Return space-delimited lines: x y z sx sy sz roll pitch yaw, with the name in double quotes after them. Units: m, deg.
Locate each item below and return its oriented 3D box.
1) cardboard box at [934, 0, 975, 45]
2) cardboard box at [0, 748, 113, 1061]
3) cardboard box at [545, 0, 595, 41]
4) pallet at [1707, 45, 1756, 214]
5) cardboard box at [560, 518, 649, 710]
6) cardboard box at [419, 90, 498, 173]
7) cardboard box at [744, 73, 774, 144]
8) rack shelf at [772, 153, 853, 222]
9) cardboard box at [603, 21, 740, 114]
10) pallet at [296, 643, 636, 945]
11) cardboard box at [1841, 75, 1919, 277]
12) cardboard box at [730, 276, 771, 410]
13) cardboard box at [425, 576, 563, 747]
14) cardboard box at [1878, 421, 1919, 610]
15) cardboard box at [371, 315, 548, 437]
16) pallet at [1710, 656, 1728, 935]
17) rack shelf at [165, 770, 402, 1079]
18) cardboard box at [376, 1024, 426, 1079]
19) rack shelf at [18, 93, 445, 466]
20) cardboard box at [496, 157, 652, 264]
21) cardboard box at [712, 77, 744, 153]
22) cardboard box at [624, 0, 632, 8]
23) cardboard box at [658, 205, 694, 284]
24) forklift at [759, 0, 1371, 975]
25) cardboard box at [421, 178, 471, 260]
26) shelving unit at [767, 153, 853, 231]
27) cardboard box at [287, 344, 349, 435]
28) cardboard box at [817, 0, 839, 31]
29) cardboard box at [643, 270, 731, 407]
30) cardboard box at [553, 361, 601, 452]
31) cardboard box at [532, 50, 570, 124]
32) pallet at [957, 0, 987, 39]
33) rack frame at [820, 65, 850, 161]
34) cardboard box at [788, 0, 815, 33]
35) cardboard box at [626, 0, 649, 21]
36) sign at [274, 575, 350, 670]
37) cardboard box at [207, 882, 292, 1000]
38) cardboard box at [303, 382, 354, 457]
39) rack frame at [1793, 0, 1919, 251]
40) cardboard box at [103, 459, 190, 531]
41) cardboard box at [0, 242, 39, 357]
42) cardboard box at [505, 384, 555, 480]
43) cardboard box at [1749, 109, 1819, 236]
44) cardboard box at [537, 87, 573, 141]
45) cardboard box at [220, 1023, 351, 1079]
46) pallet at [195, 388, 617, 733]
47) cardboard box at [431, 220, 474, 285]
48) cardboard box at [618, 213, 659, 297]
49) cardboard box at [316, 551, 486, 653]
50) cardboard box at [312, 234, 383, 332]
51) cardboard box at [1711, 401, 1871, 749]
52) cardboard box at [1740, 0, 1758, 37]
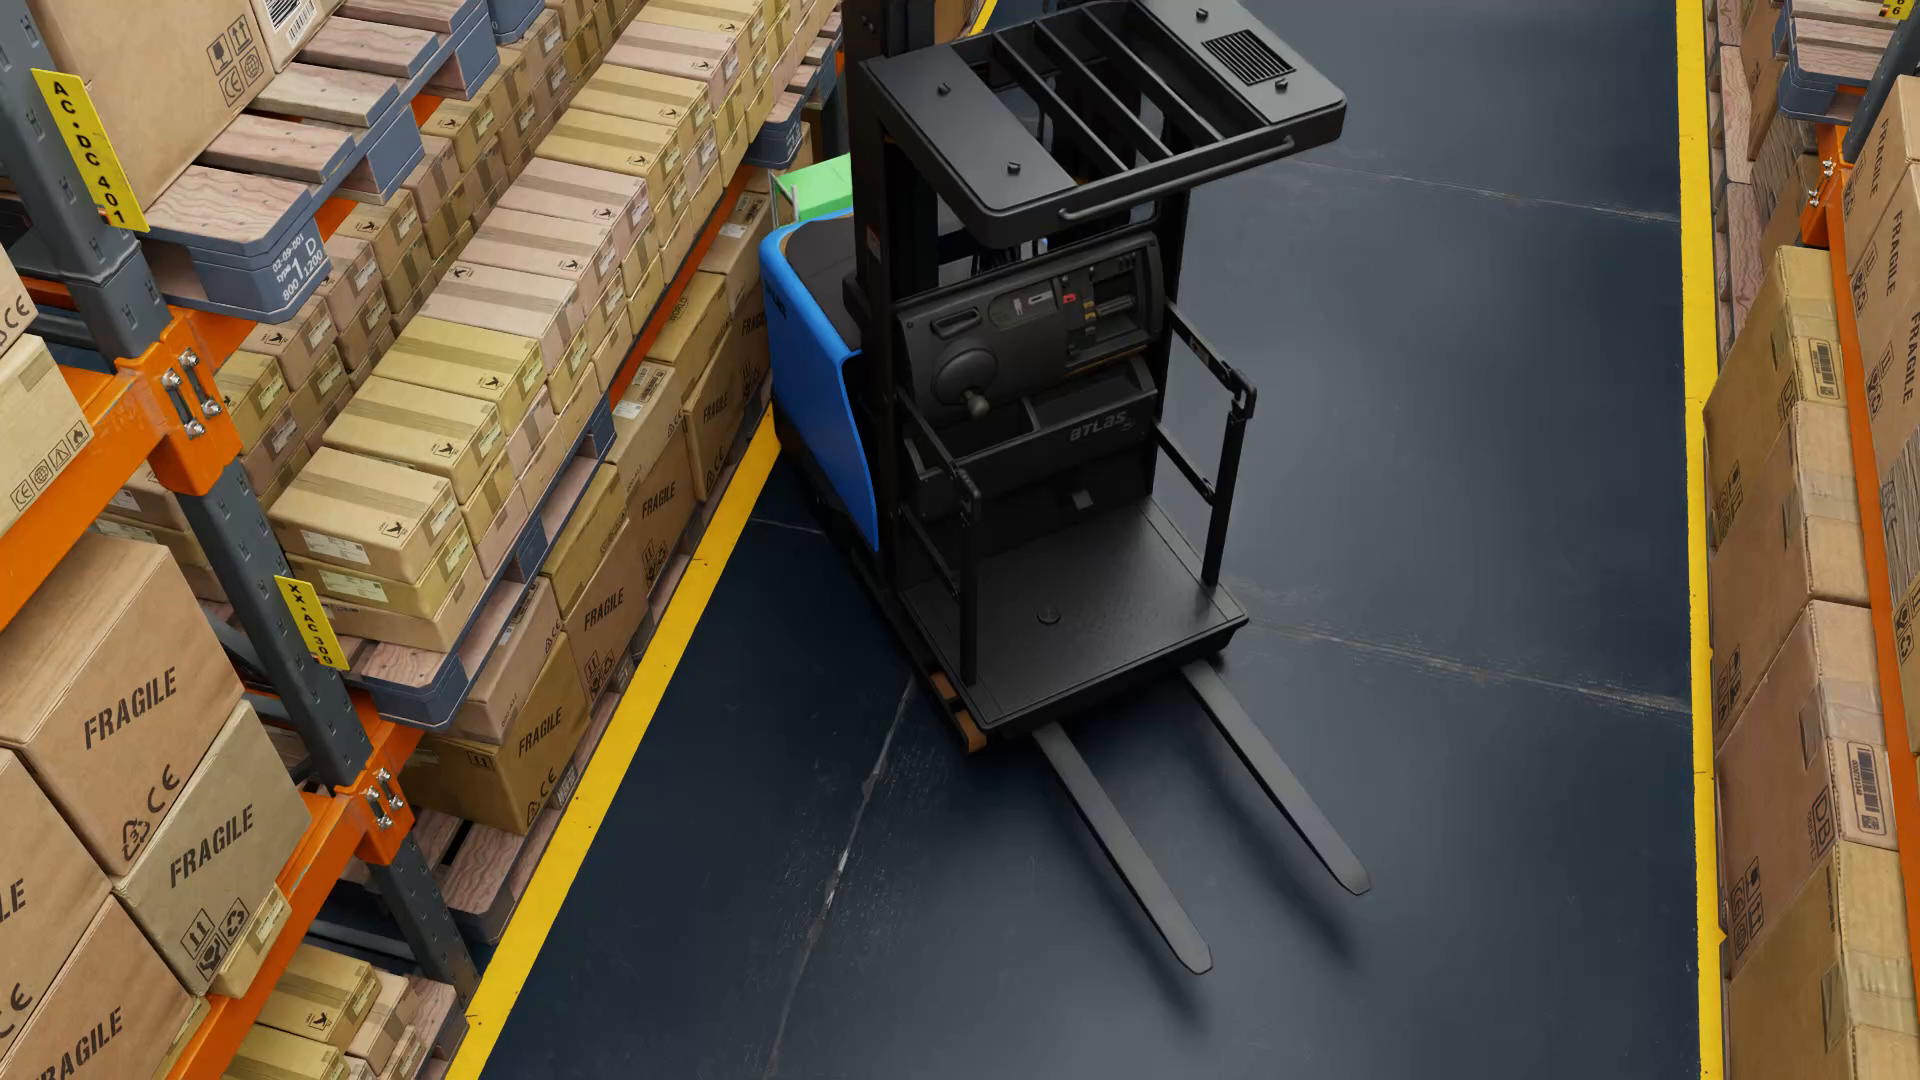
-0.526 -2.961 8.502 1.050 0.750 0.750 12 50 11 "cardboard box"
-2.046 0.689 3.128 0.500 0.500 0.500 10 49 9 "cardboard box"
-1.515 -1.904 5.840 0.380 0.149 0.250 10 49 8 "cardboard box"
4.289 -1.981 8.276 1.003 0.211 1.213 12 50 10 "pallet"
-1.464 0.206 5.874 0.500 0.500 0.500 14 50 12 "cardboard box"
-1.722 -1.337 5.339 0.380 0.149 0.250 11 49 10 "cardboard box"
-0.889 -1.574 5.945 0.380 0.149 0.250 11 49 10 "cardboard box"
-0.468 -1.373 6.524 0.480 0.148 0.258 -23 52 -19 "rack shelf"
-0.959 -1.581 5.554 0.380 0.149 0.250 12 50 10 "cardboard box"
-1.849 0.742 5.873 1.003 0.211 1.213 12 50 10 "pallet"
3.369 -1.194 5.655 0.500 0.500 0.500 13 50 11 "cardboard box"
-1.061 -0.920 6.867 0.500 0.500 0.500 13 50 12 "cardboard box"
-1.603 0.340 5.255 0.500 0.250 0.500 10 49 8 "cardboard box"
2.970 -0.088 4.679 0.500 0.500 0.500 12 50 10 "cardboard box"
-1.367 -0.452 4.558 0.380 0.149 0.250 12 50 10 "cardboard box"
3.156 0.899 5.735 1.003 0.211 1.213 12 50 10 "pallet"
-2.579 2.067 3.323 1.077 0.370 4.000 12 50 10 "rack shelf"
-1.827 1.538 4.932 0.380 0.149 0.250 12 50 11 "cardboard box"
-1.526 -1.819 4.752 1.077 0.370 4.000 12 50 10 "rack shelf"
-1.165 -1.000 5.041 0.380 0.149 0.250 13 50 11 "cardboard box"
-0.960 -1.473 5.657 0.380 0.149 0.250 11 50 10 "cardboard box"
-1.390 -2.158 6.262 0.380 0.149 0.250 14 50 12 "cardboard box"
-1.097 -0.995 5.433 0.380 0.149 0.250 10 49 8 "cardboard box"
0.345 -0.591 5.236 1.130 2.935 3.031 -21 52 -18 "forklift"
-1.795 -1.053 5.286 0.380 0.149 0.250 12 50 10 "cardboard box"
-0.468 -1.096 6.835 0.503 1.200 0.258 -23 52 -19 "shelving unit"
-2.002 -0.468 4.770 0.380 0.149 0.250 14 50 12 "cardboard box"
-0.686 -2.119 6.426 0.380 0.149 0.250 12 50 11 "cardboard box"
-1.198 -0.792 6.254 0.500 0.250 0.500 13 50 11 "cardboard box"
-1.301 -0.431 4.936 0.380 0.149 0.250 12 50 10 "cardboard box"
-1.589 -1.602 5.771 0.380 0.149 0.250 12 50 10 "cardboard box"
-0.396 -3.023 9.196 1.003 0.211 1.213 12 50 10 "pallet"
-0.999 -2.511 6.884 1.000 3.000 0.127 12 50 10 "rack frame"
-0.759 -2.024 6.144 0.380 0.149 0.250 13 50 11 "cardboard box"
-1.383 -2.089 6.399 0.380 0.149 0.250 14 50 12 "cardboard box"
-1.527 0.198 3.916 0.100 0.325 0.005 12 50 10 "sign"
-1.864 0.926 4.018 0.380 0.149 0.250 10 49 9 "cardboard box"
-2.003 -0.367 4.880 0.380 0.149 0.250 11 50 10 "cardboard box"
3.759 -1.459 5.956 1.000 3.000 0.127 12 50 10 "rack frame"
-2.135 -0.199 4.334 0.380 0.149 0.250 14 50 12 "cardboard box"
-1.928 -0.342 2.736 0.500 0.250 0.500 9 49 8 "cardboard box"
-1.371 -0.340 4.658 0.380 0.149 0.250 13 50 11 "cardboard box"
4.050 -1.670 7.515 0.700 0.500 0.500 8 49 7 "cardboard box"
-1.591 -1.505 5.884 0.380 0.149 0.250 13 50 11 "cardboard box"
-1.924 1.492 4.576 0.380 0.149 0.250 12 50 11 "cardboard box"
-1.711 -0.078 4.865 1.003 0.211 1.213 12 50 10 "pallet"
-1.799 -0.942 5.387 0.380 0.149 0.250 14 50 12 "cardboard box"
-1.164 -0.916 5.166 0.380 0.149 0.250 11 49 9 "cardboard box"
-1.505 0.133 4.439 0.380 0.149 0.250 9 49 8 "cardboard box"
-1.926 -0.770 4.838 0.380 0.149 0.250 11 50 10 "cardboard box"
3.315 0.244 5.590 1.225 0.875 0.875 12 50 10 "cardboard box"
4.486 -2.889 8.592 0.700 0.500 0.500 11 50 10 "cardboard box"
